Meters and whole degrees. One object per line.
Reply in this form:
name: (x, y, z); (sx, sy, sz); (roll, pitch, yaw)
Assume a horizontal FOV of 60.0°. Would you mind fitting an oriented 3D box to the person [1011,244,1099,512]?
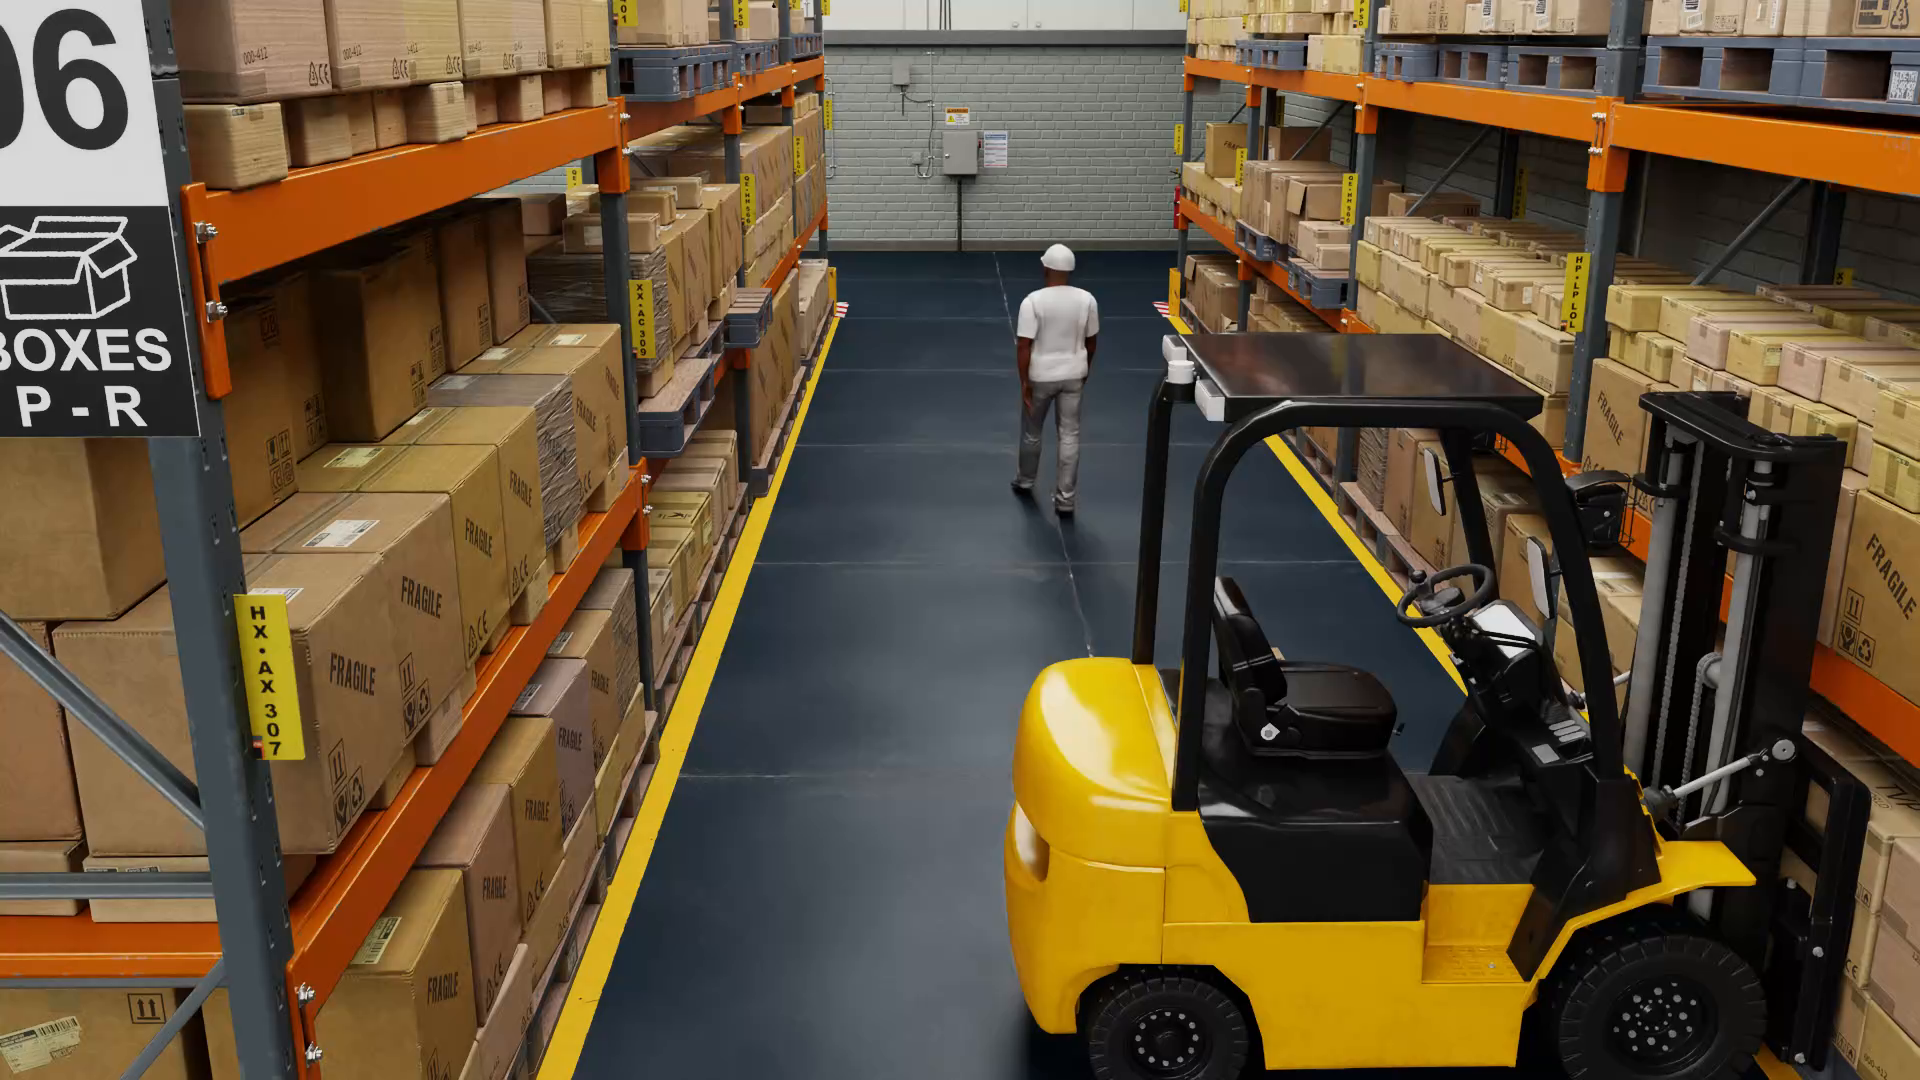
person: (0.626, -1.124, 11.119); (0.567, 1.726, 0.920); (-2, 17, -6)
